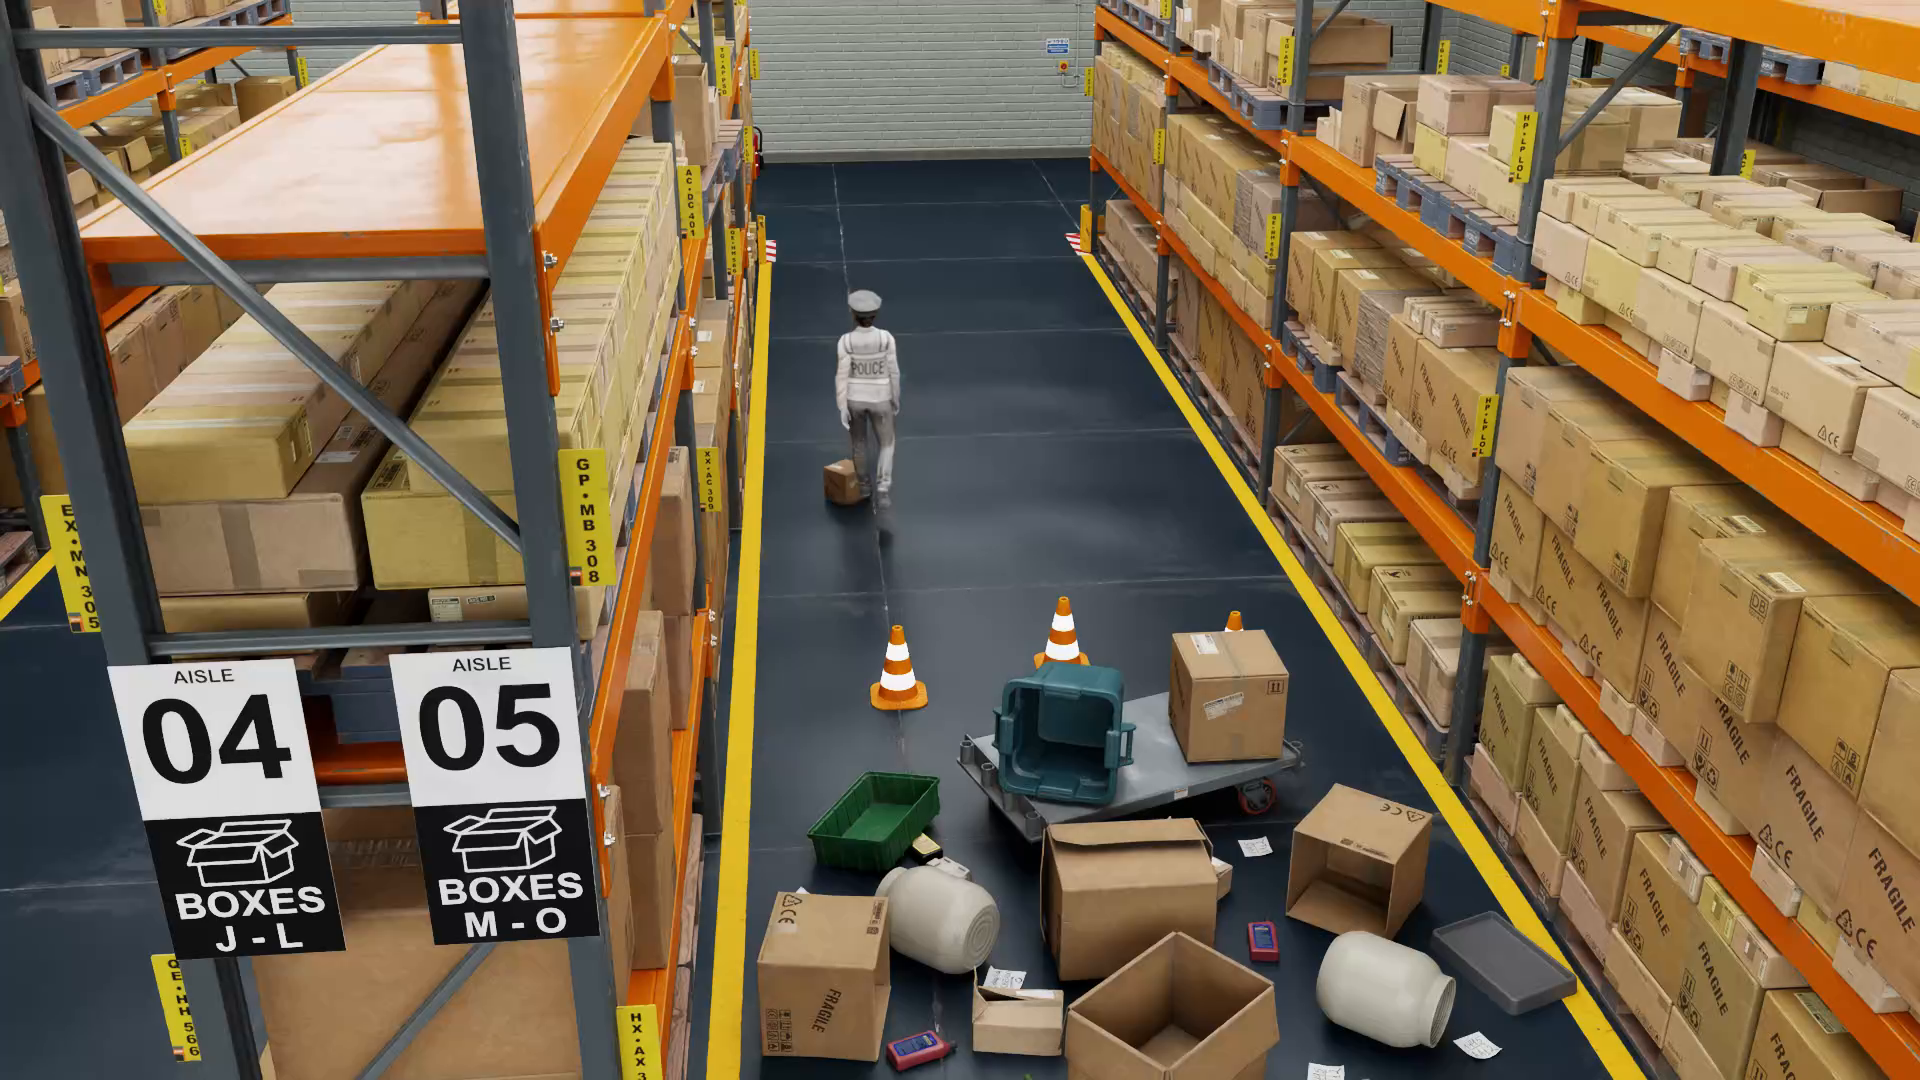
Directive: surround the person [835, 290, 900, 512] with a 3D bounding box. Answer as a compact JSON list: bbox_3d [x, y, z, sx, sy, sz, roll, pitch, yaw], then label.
[{"bbox_3d":[-0.683,-1.023,12.345,0.478,1.652,0.819,0,24,-1],"label":"person"}]
